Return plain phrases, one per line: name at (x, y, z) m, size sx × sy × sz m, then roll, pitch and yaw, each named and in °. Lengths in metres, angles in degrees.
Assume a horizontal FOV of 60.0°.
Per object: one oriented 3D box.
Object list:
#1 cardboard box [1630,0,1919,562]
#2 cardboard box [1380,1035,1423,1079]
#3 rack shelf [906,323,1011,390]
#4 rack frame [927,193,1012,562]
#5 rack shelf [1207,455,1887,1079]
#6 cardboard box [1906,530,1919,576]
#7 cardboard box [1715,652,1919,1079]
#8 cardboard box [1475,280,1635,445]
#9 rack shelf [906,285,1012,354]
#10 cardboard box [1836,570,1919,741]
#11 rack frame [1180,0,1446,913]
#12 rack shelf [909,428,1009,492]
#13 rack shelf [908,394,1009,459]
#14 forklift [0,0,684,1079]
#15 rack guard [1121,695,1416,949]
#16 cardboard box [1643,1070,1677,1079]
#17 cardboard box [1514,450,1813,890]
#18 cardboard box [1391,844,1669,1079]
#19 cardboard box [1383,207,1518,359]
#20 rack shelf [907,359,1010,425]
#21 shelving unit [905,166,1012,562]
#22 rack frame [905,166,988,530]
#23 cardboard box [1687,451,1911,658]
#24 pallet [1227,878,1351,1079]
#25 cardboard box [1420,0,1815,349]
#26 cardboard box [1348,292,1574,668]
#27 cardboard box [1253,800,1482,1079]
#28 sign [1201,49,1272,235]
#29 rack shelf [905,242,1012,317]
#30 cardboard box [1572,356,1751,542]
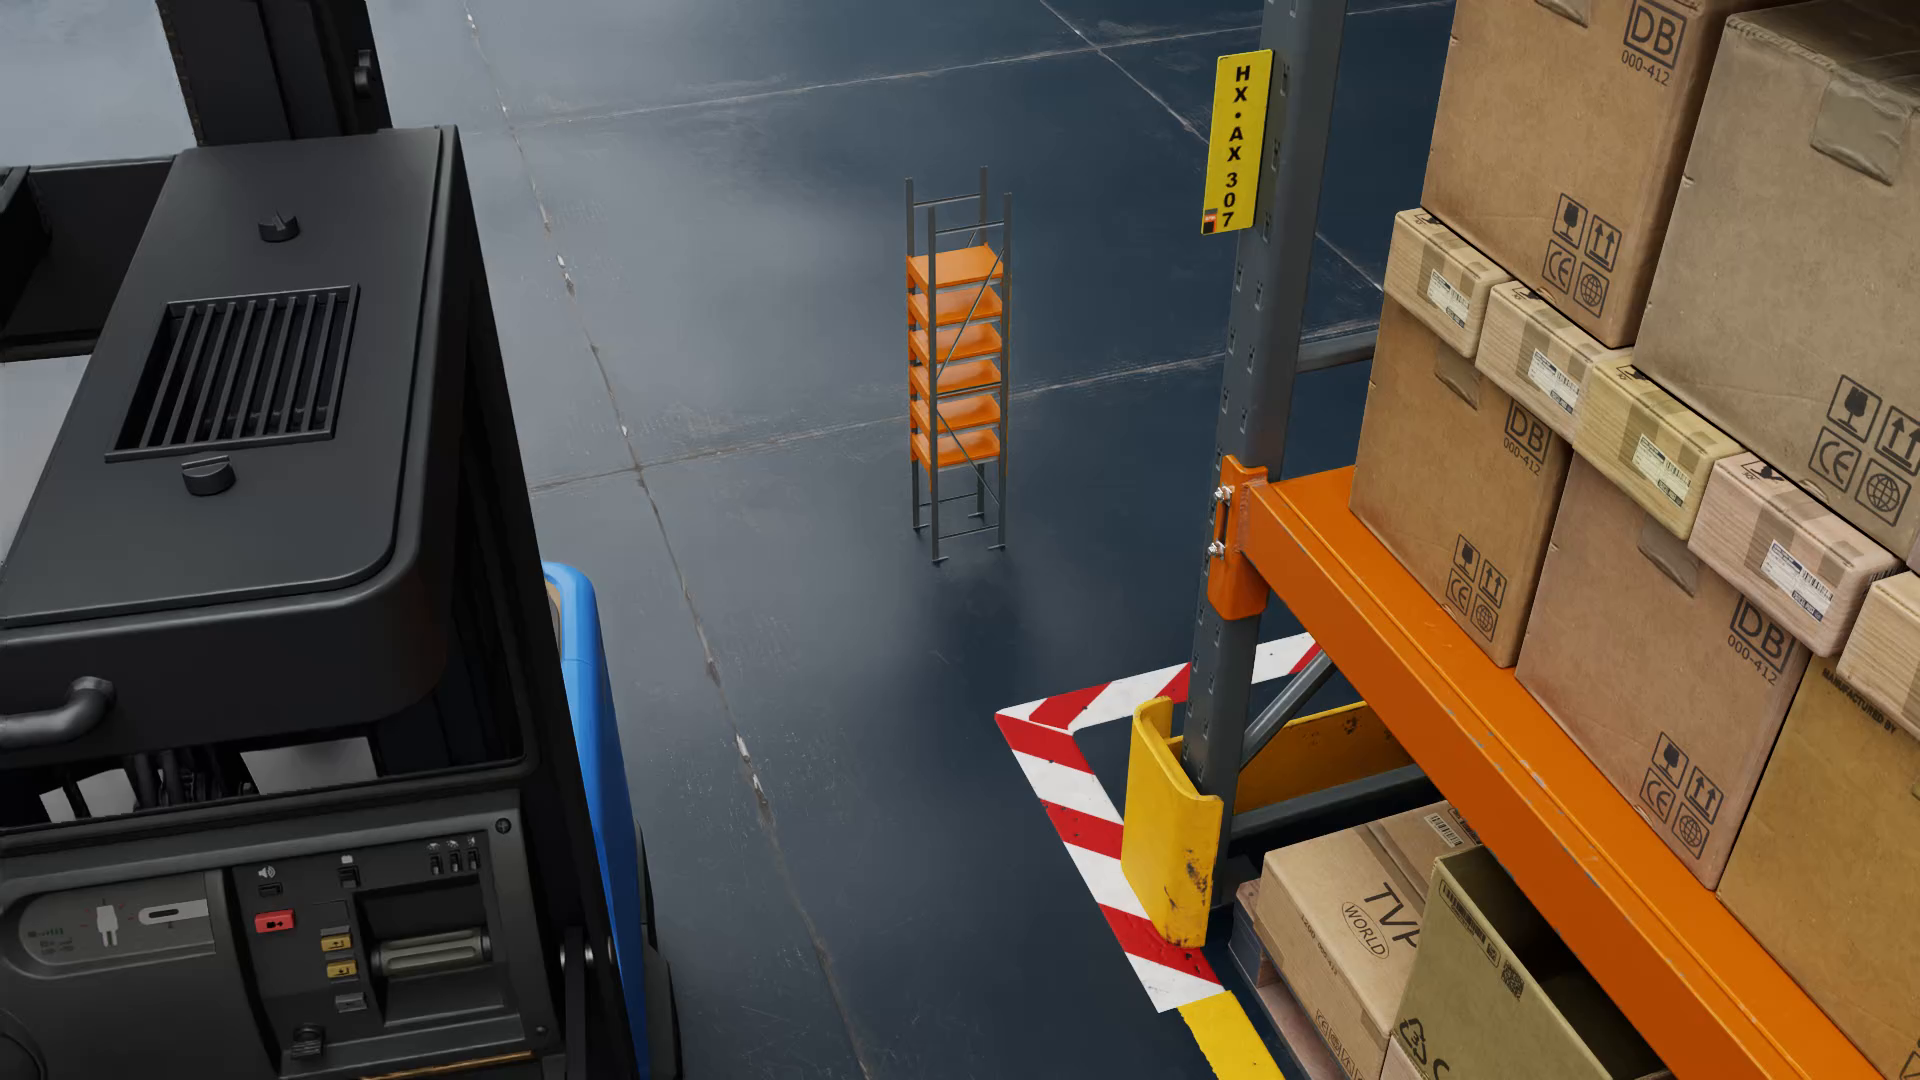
cardboard box at (1.354, -0.384, 2.106) m, size 0.700 × 0.500 × 0.500 m, roll -13°, pitch 39°, yaw -17°
cardboard box at (1.152, 1.143, 3.176) m, size 0.500 × 0.250 × 0.500 m, roll -12°, pitch 39°, yaw -16°
rack shelf at (-0.005, -0.548, 4.854) m, size 0.258 × 0.103 × 0.180 m, roll -12°, pitch 39°, yaw -16°
rack frame at (0.027, -0.436, 4.831) m, size 0.240 × 1.200 × 0.006 m, roll -12°, pitch 39°, yaw -16°
rack shelf at (1.689, 0.999, 2.029) m, size 1.077 × 0.370 × 4.000 m, roll -12°, pitch 39°, yaw -16°
cardboard box at (1.528, -0.100, 1.728) m, size 0.700 × 0.500 × 0.500 m, roll -12°, pitch 39°, yaw -16°
cardboard box at (1.500, 0.385, 2.162) m, size 0.700 × 0.500 × 0.500 m, roll -12°, pitch 39°, yaw -16°
cardboard box at (1.027, -0.303, 2.536) m, size 0.380 × 0.149 × 0.250 m, roll -13°, pitch 39°, yaw -17°
rack shelf at (-0.005, -0.644, 4.782) m, size 0.258 × 0.103 × 0.180 m, roll -12°, pitch 39°, yaw -16°
cardboard box at (1.291, 0.132, 1.960) m, size 0.380 × 0.149 × 0.250 m, roll -14°, pitch 39°, yaw -17°
rack frame at (1.001, -0.418, 3.312) m, size 1.000 × 3.000 × 0.127 m, roll -12°, pitch 39°, yaw -16°
rack shelf at (-0.005, -0.260, 5.071) m, size 0.258 × 0.103 × 0.180 m, roll -12°, pitch 39°, yaw -16°
rack shelf at (-0.005, -0.356, 4.999) m, size 0.258 × 0.103 × 0.180 m, roll -12°, pitch 39°, yaw -16°
forklift at (-0.974, 0.645, 1.958) m, size 1.130 × 2.935 × 3.031 m, roll -7°, pitch 38°, yaw -9°
rack guard at (0.993, 0.567, 4.082) m, size 1.175 × 0.500 × 0.348 m, roll -12°, pitch 39°, yaw -16°
cardboard box at (1.335, 1.124, 2.578) m, size 0.500 × 0.500 × 0.500 m, roll -12°, pitch 39°, yaw -16°
cardboard box at (1.335, 0.104, 2.536) m, size 0.700 × 0.500 × 0.500 m, roll -11°, pitch 38°, yaw -15°
cardboard box at (1.150, 0.844, 2.950) m, size 0.500 × 0.500 × 0.500 m, roll -12°, pitch 39°, yaw -16°
cardboard box at (0.934, -0.451, 2.734) m, size 0.380 × 0.149 × 0.250 m, roll -13°, pitch 39°, yaw -16°
rack shelf at (-0.005, -0.452, 4.927) m, size 0.258 × 0.103 × 0.180 m, roll -12°, pitch 39°, yaw -16°
shelving unit at (-0.005, -0.487, 4.900) m, size 0.258 × 1.200 × 0.189 m, roll -12°, pitch 39°, yaw -16°
rack frame at (-0.036, -0.539, 4.968) m, size 0.240 × 1.200 × 0.006 m, roll -12°, pitch 39°, yaw -16°
cardboard box at (1.196, -0.018, 2.159) m, size 0.380 × 0.149 × 0.250 m, roll -13°, pitch 39°, yaw -17°
pallet at (1.303, 1.119, 3.589) m, size 1.003 × 0.211 × 1.213 m, roll -12°, pitch 39°, yaw -16°
cardboard box at (1.168, -0.680, 2.499) m, size 0.700 × 0.500 × 0.500 m, roll -12°, pitch 39°, yaw -16°
cardboard box at (1.150, -0.192, 2.929) m, size 0.700 × 0.500 × 0.500 m, roll -12°, pitch 39°, yaw -16°
cardboard box at (0.977, 0.861, 3.550) m, size 0.500 × 0.250 × 0.500 m, roll -12°, pitch 39°, yaw -16°
sign at (0.478, -0.684, 2.880) m, size 0.100 × 0.325 × 0.005 m, roll -12°, pitch 39°, yaw -16°
rack shelf at (-0.005, -0.739, 4.710) m, size 0.258 × 0.103 × 0.180 m, roll -12°, pitch 39°, yaw -16°
cardboard box at (1.112, -0.161, 2.349) m, size 0.380 × 0.149 × 0.250 m, roll -12°, pitch 39°, yaw -16°
